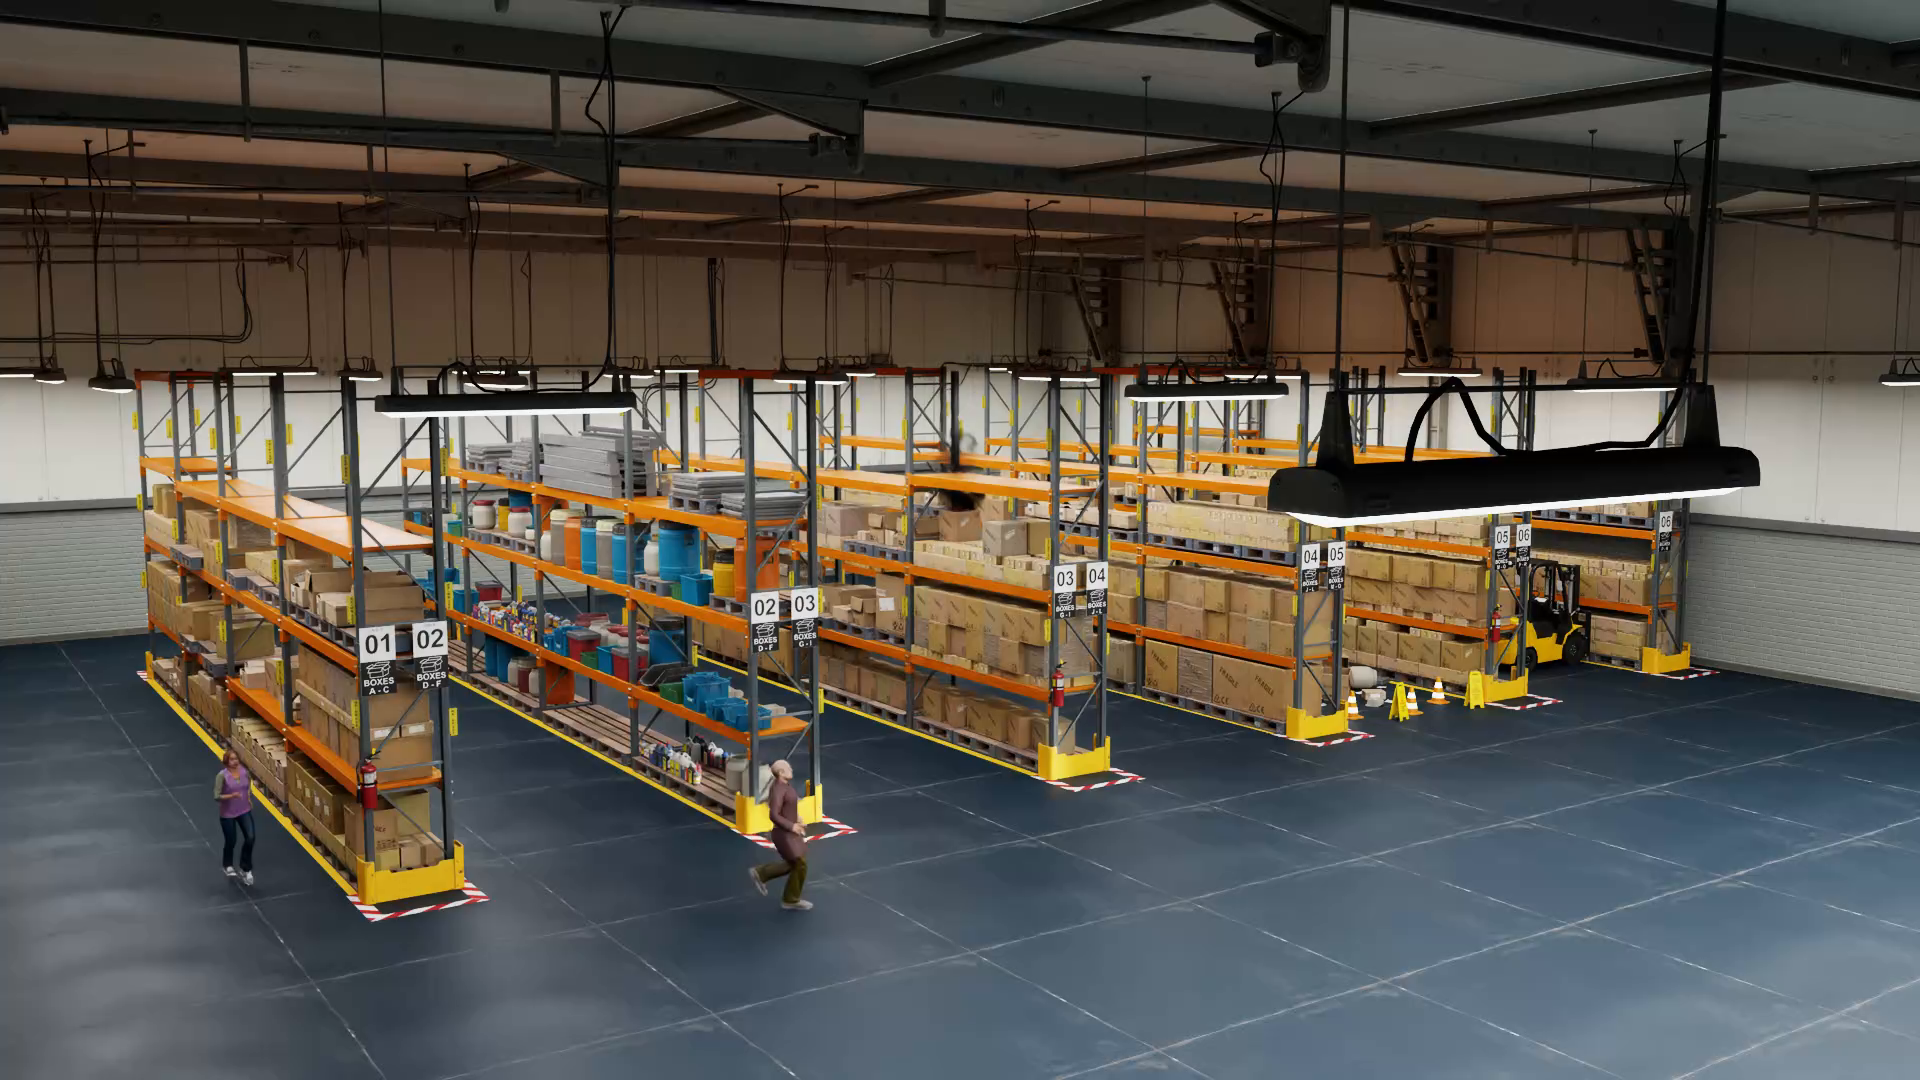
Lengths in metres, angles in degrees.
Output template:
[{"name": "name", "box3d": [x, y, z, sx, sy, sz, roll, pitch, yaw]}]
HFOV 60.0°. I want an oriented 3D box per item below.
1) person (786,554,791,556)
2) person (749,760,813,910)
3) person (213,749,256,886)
[{"name": "person", "box3d": [-4.170, 1.106, 39.329, 0.698, 1.572, 0.565, -1, 7, -11]}, {"name": "person", "box3d": [-2.038, 3.354, 18.875, 0.728, 1.744, 0.712, -1, 7, -8]}, {"name": "person", "box3d": [-8.635, 3.304, 19.837, 0.514, 1.639, 0.666, -6, 9, -44]}]
